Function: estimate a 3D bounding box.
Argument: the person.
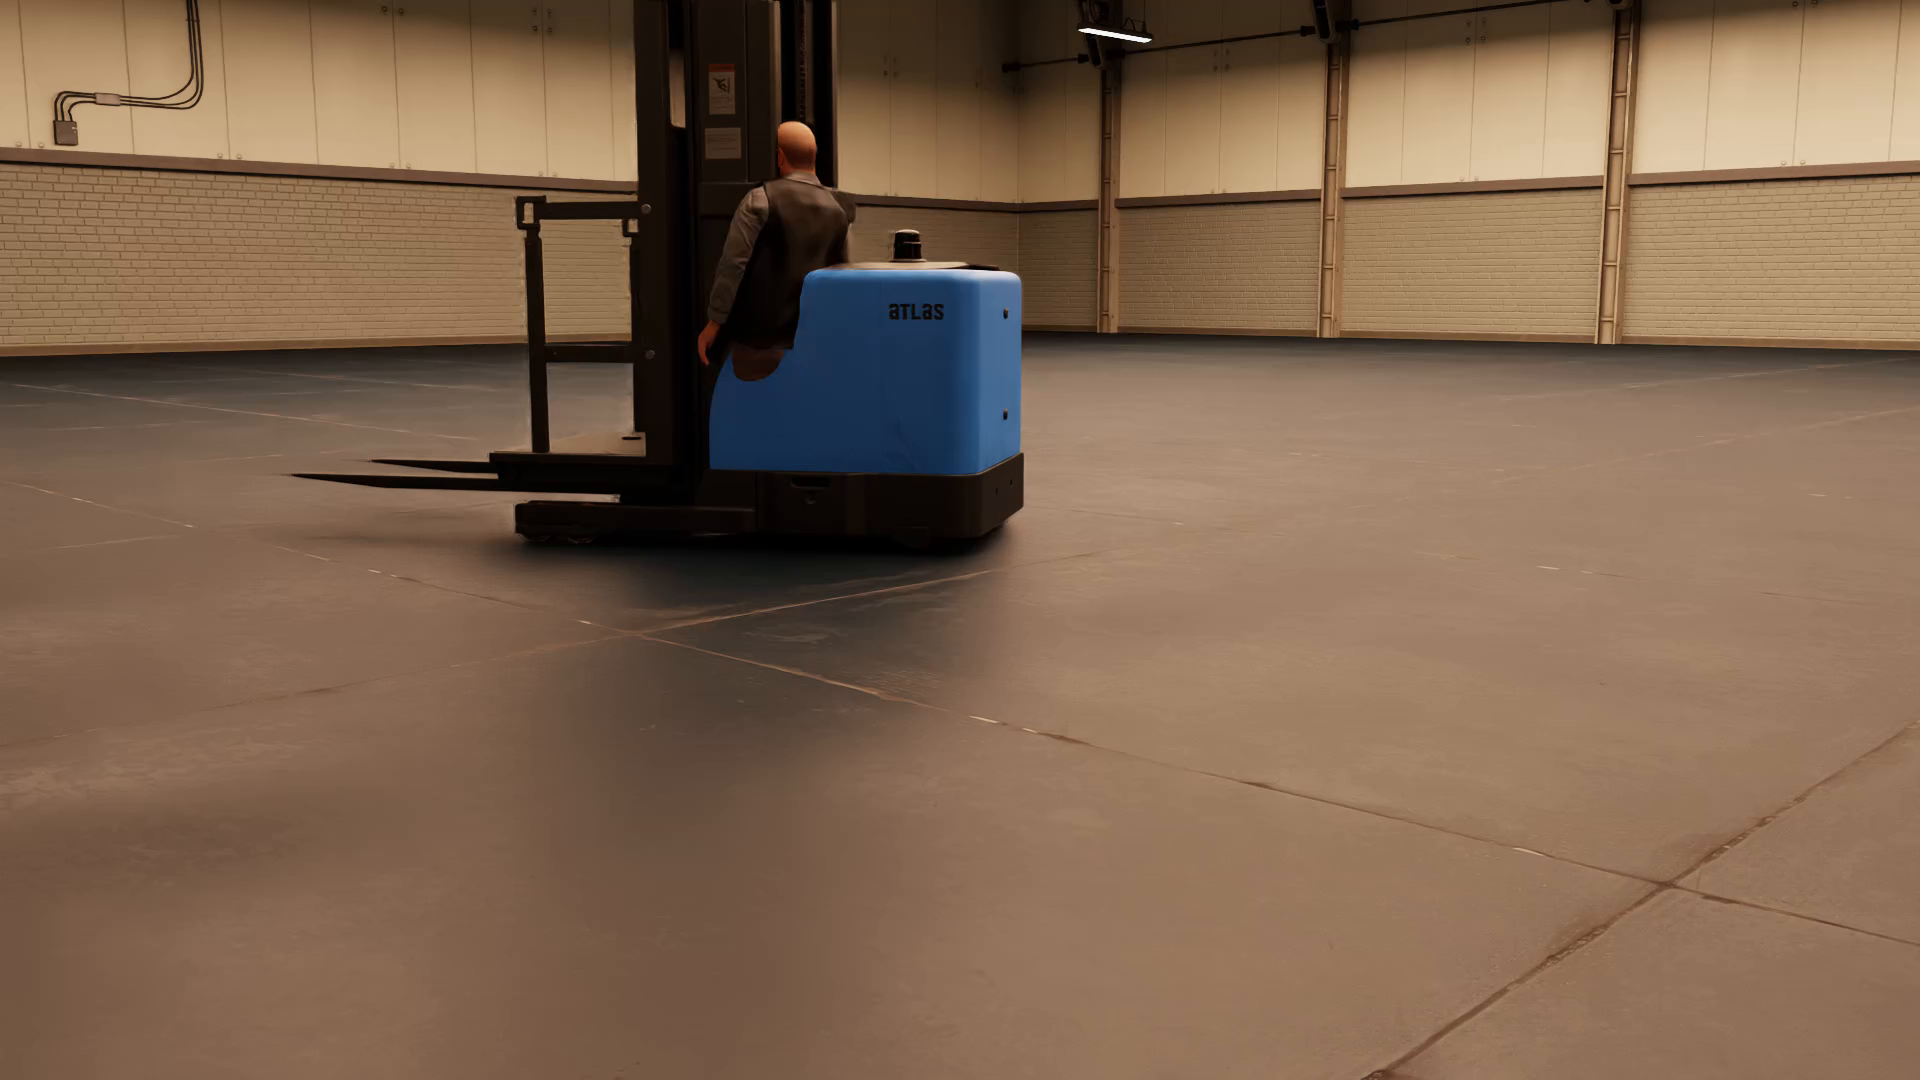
[{"bbox_3d":[-0.738,-0.856,6.629,0.760,1.556,0.729,-7,11,-38],"label":"person"}]

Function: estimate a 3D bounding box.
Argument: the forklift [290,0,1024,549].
[{"bbox_3d":[-1.299,-1.505,6.872,3.031,2.935,1.130,2,9,13],"label":"forklift"}]
